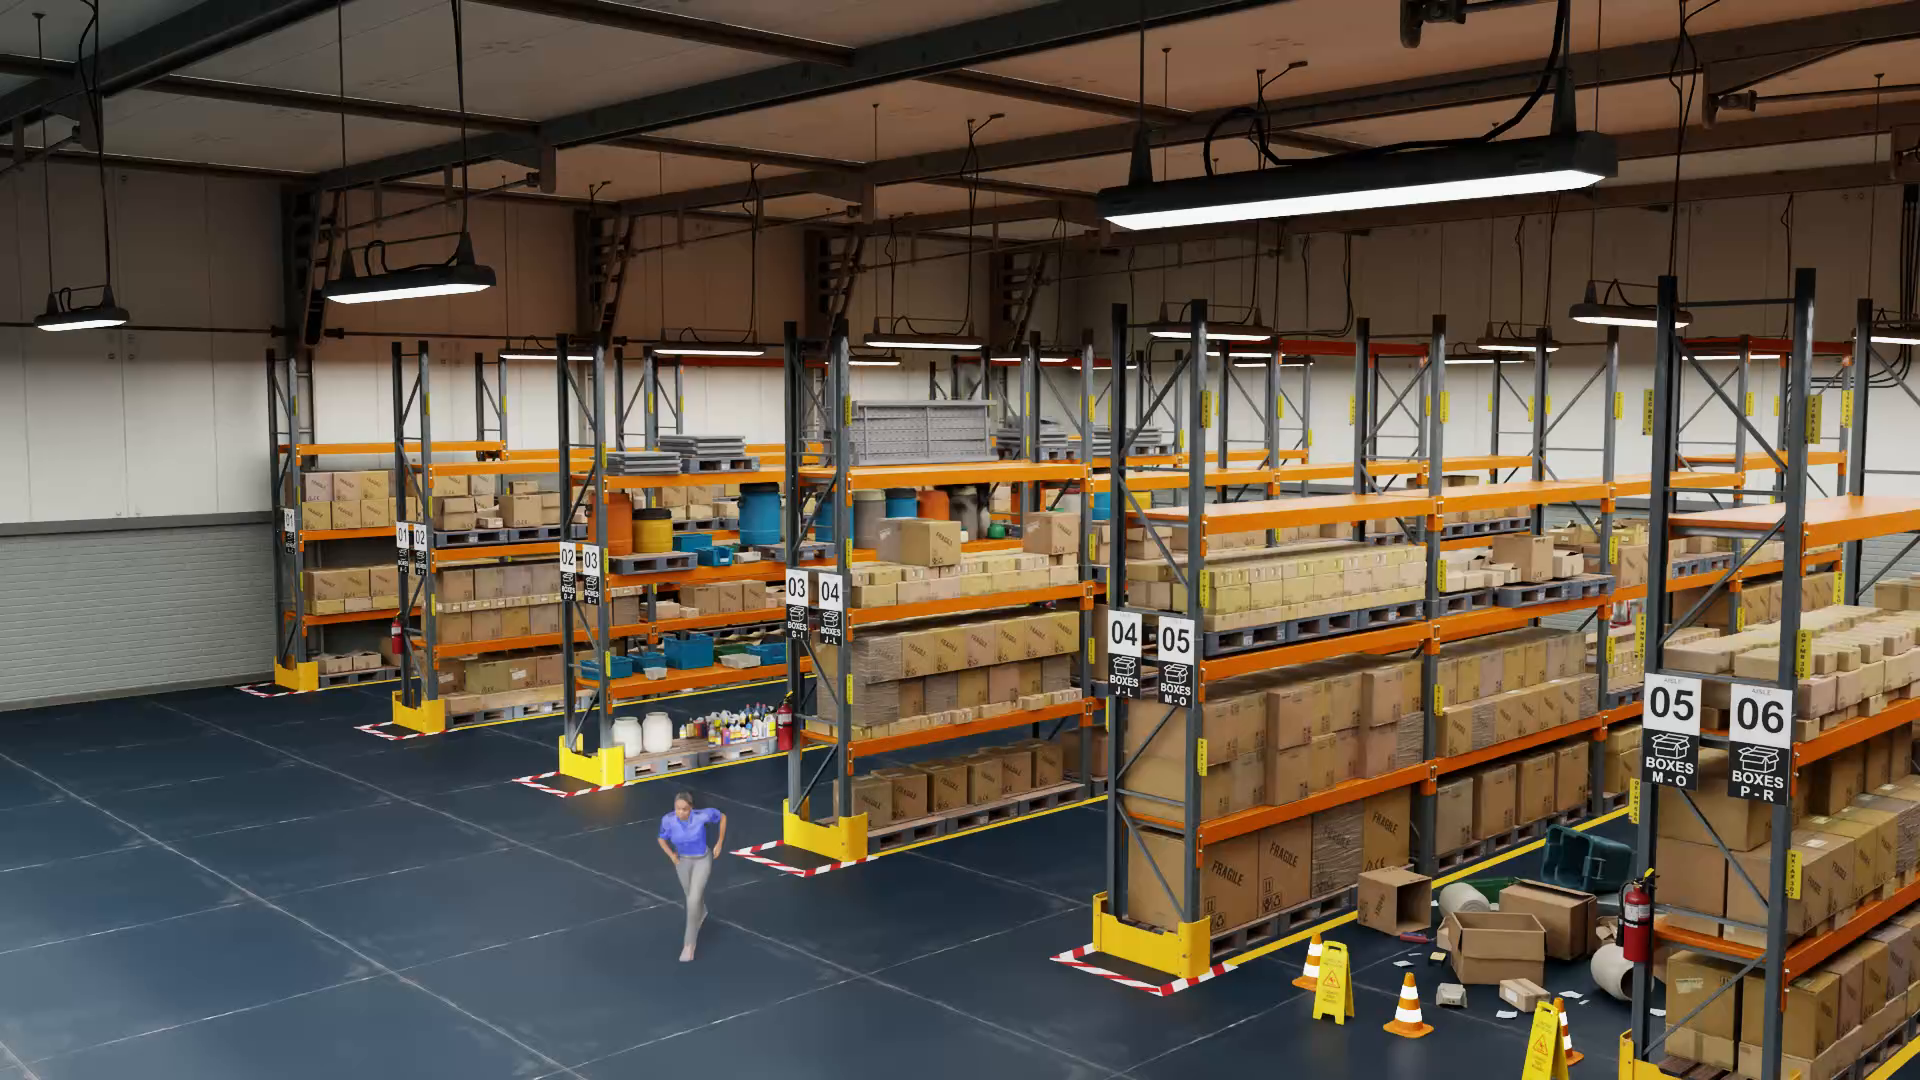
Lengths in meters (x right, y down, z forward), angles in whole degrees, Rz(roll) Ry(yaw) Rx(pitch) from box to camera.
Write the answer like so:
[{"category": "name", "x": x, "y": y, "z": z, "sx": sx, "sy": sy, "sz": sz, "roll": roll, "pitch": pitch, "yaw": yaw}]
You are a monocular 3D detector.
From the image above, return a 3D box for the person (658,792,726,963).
[{"category": "person", "x": -2.479, "y": 3.074, "z": 15.571, "sx": 0.618, "sy": 1.600, "sz": 0.961, "roll": 0, "pitch": 5, "yaw": 2}]

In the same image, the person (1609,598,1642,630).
[{"category": "person", "x": 12.042, "y": 1.695, "z": 30.312, "sx": 0.685, "sy": 1.821, "sz": 0.955, "roll": 3, "pitch": 6, "yaw": 29}]
